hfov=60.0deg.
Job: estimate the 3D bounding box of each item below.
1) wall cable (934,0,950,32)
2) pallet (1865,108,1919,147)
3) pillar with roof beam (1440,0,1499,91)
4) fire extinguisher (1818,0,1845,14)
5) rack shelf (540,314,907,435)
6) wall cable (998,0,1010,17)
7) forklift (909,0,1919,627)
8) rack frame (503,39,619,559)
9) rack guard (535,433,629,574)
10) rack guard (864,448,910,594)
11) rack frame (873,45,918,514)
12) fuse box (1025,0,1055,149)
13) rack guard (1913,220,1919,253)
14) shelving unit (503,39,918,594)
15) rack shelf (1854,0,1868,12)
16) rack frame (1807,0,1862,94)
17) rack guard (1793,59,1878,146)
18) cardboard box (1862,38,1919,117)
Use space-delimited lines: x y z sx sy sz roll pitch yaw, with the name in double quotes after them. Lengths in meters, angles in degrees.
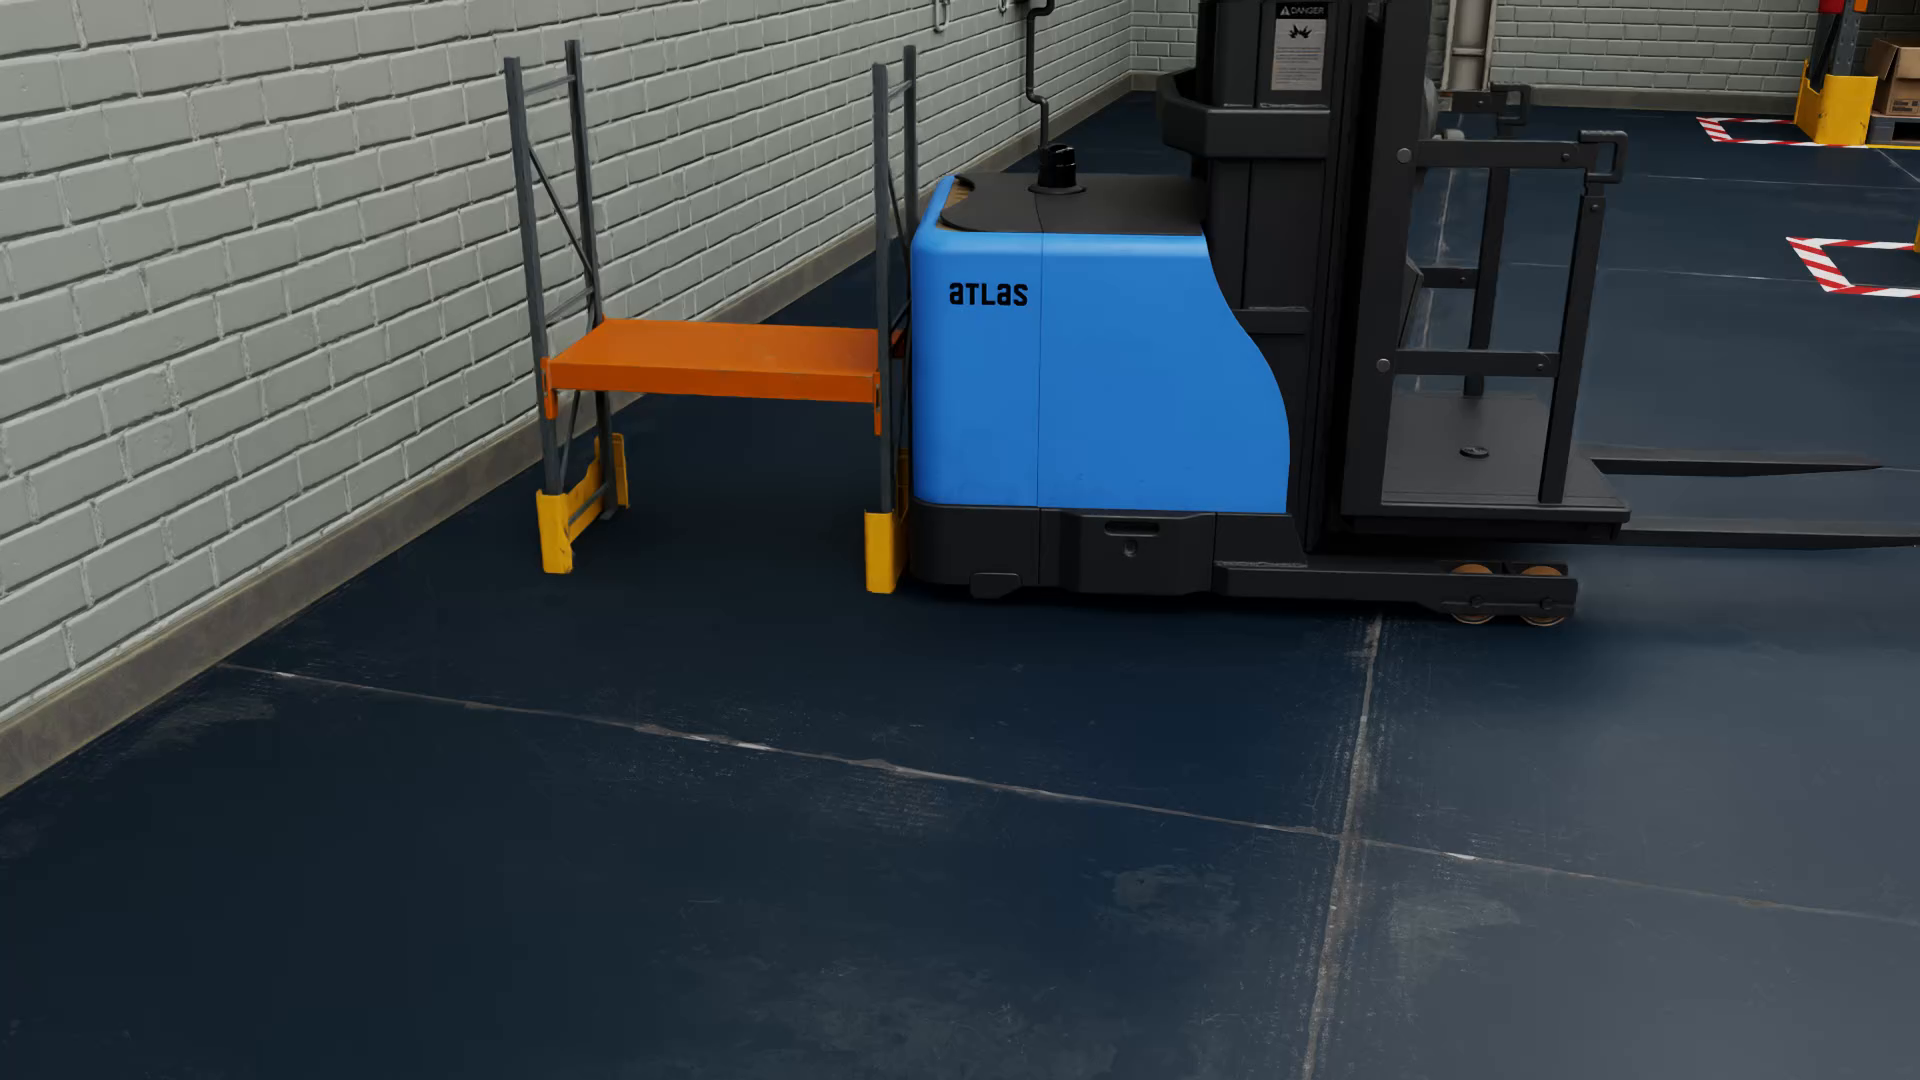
-0.110 -3.872 9.376 0.123 1.953 0.585 7 23 16 "wall cable"
7.562 -3.196 12.783 1.213 0.211 1.003 7 23 16 "pallet"
3.161 -6.416 9.054 0.400 9.000 9.100 7 23 16 "pillar with roof beam"
6.451 -4.221 12.202 0.183 0.674 0.296 7 23 16 "fire extinguisher"
-0.681 -0.508 5.006 1.000 0.185 0.538 3 23 8 "rack shelf"
0.289 -4.374 10.642 0.122 1.984 0.588 7 23 16 "wall cable"
1.394 -1.322 4.632 3.031 2.935 1.130 2 22 4 "forklift"
-1.184 -0.703 5.006 0.032 1.500 0.500 3 23 8 "rack frame"
-1.183 -0.124 5.244 0.087 0.250 0.587 3 23 8 "rack guard"
-0.197 -0.069 5.108 0.087 0.250 0.587 3 23 8 "rack guard"
-0.178 -0.646 4.868 0.032 1.500 0.500 3 23 8 "rack frame"
0.637 -3.538 11.641 0.414 1.711 0.539 7 23 16 "fuse box"
5.272 -1.624 8.570 0.348 0.500 1.175 7 23 16 "rack guard"
-0.690 -0.675 4.939 1.083 1.500 0.587 3 23 8 "shelving unit"
8.640 -4.029 12.089 4.000 0.370 1.077 7 23 16 "rack shelf"
6.725 -4.581 12.487 0.127 3.000 1.000 7 23 16 "rack frame"
6.798 -3.417 12.941 0.348 0.500 1.175 7 23 16 "rack guard"
7.284 -3.519 12.633 0.637 0.503 0.797 6 23 13 "cardboard box"
